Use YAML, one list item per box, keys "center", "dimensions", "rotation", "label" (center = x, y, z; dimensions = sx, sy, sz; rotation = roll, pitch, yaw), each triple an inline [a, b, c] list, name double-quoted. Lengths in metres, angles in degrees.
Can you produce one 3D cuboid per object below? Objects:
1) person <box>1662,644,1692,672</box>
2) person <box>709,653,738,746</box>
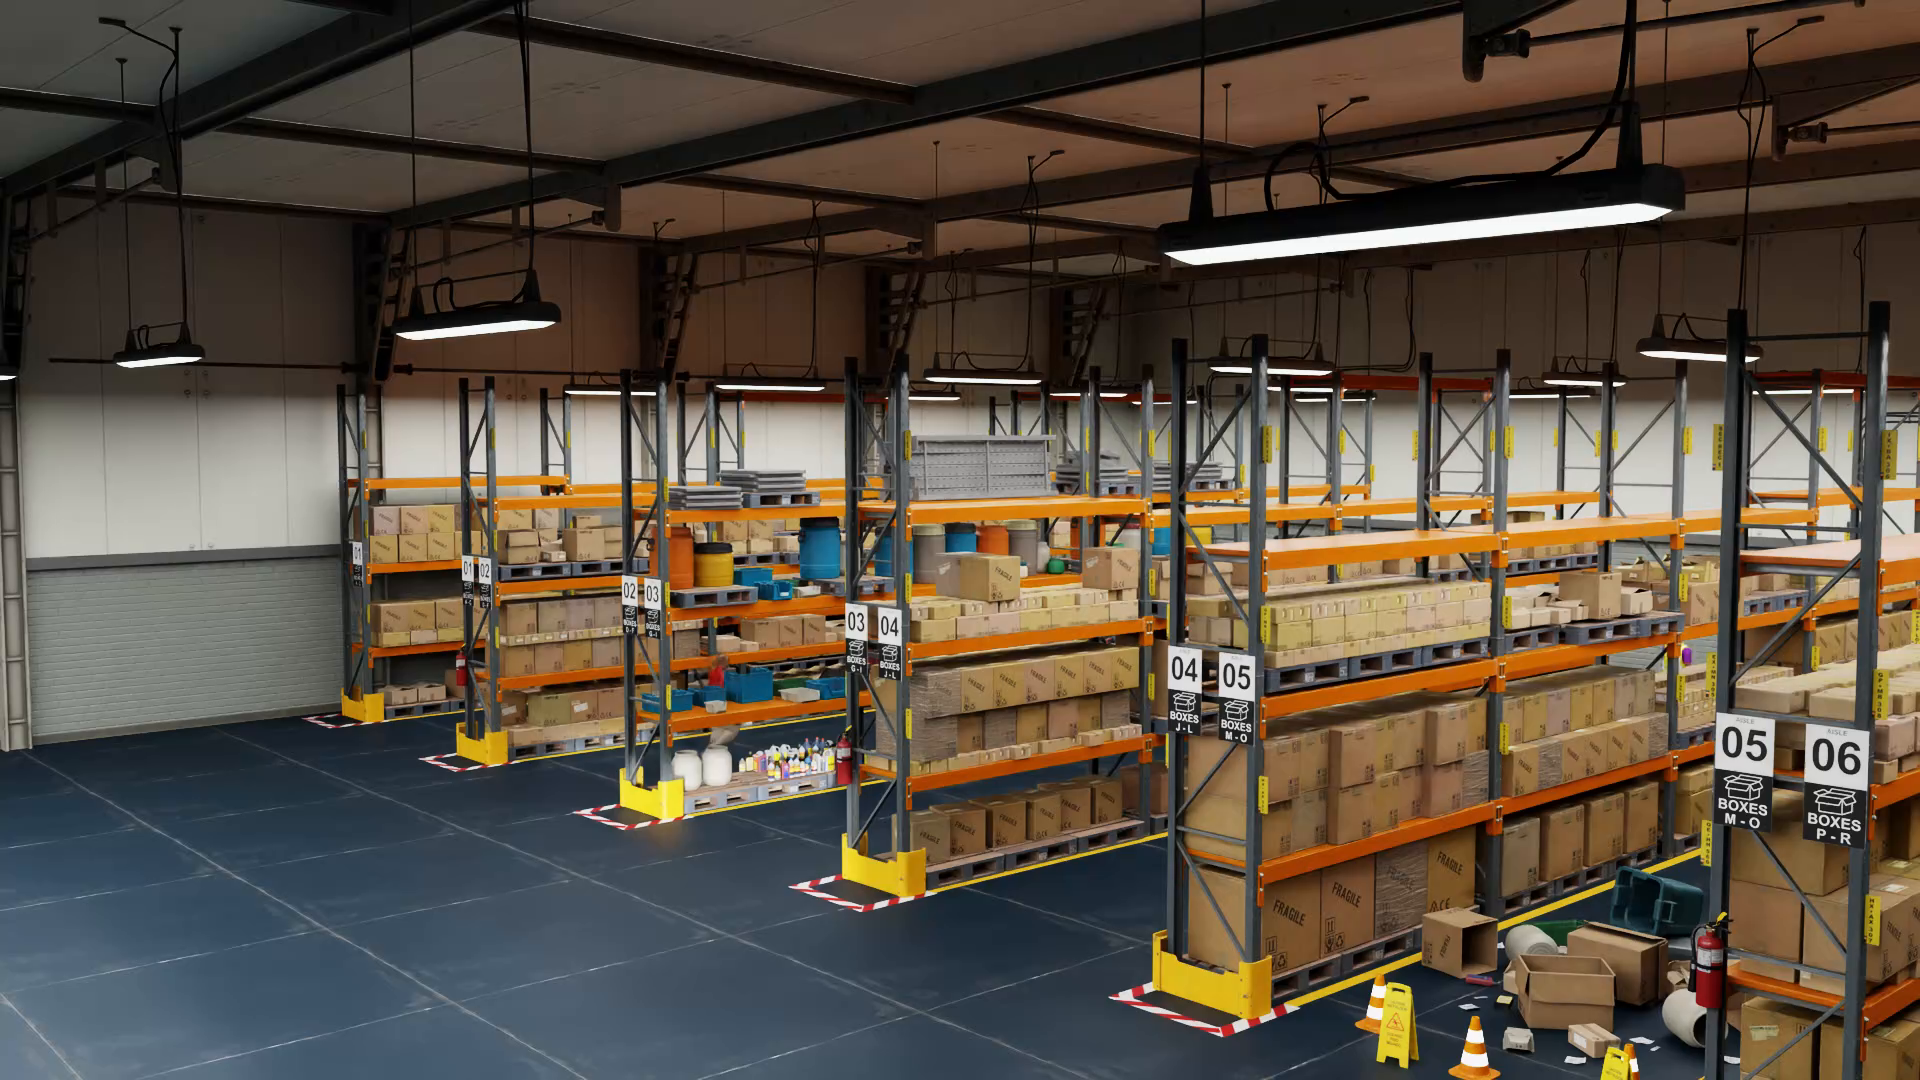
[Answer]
- center: [12.384, 2.354, 28.819]
  dimensions: [0.534, 1.640, 1.047]
  rotation: [3, 5, 35]
  label: "person"
- center: [-3.729, 2.615, 25.673]
  dimensions: [0.495, 1.716, 0.589]
  rotation: [-2, 4, -33]
  label: "person"
